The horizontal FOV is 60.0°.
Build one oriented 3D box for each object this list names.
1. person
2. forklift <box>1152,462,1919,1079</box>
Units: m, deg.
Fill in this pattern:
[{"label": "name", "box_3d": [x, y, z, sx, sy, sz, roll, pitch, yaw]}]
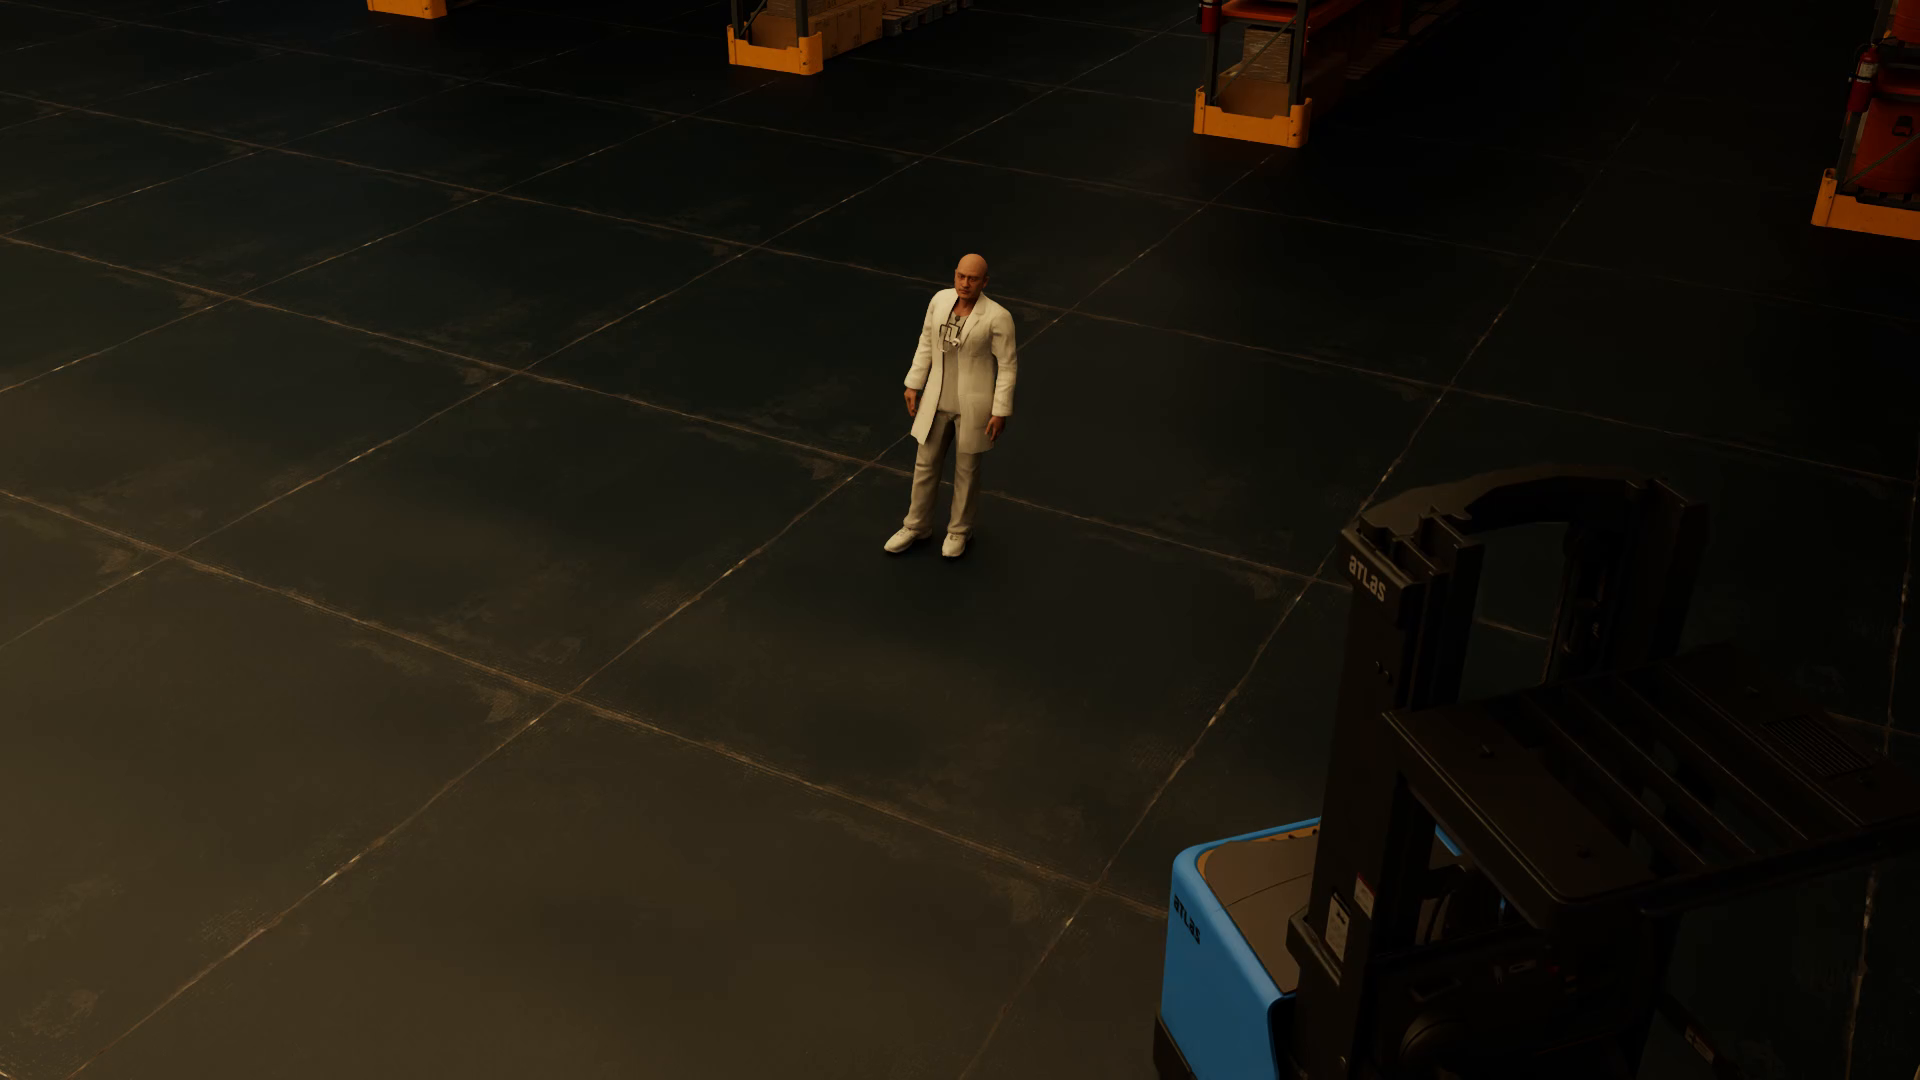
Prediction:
[{"label": "person", "box_3d": [-0.048, -0.737, 9.487, 0.696, 1.777, 0.578, 15, 33, 25]}, {"label": "forklift", "box_3d": [1.689, 1.390, 4.663, 1.130, 2.935, 3.031, -9, 31, -16]}]
